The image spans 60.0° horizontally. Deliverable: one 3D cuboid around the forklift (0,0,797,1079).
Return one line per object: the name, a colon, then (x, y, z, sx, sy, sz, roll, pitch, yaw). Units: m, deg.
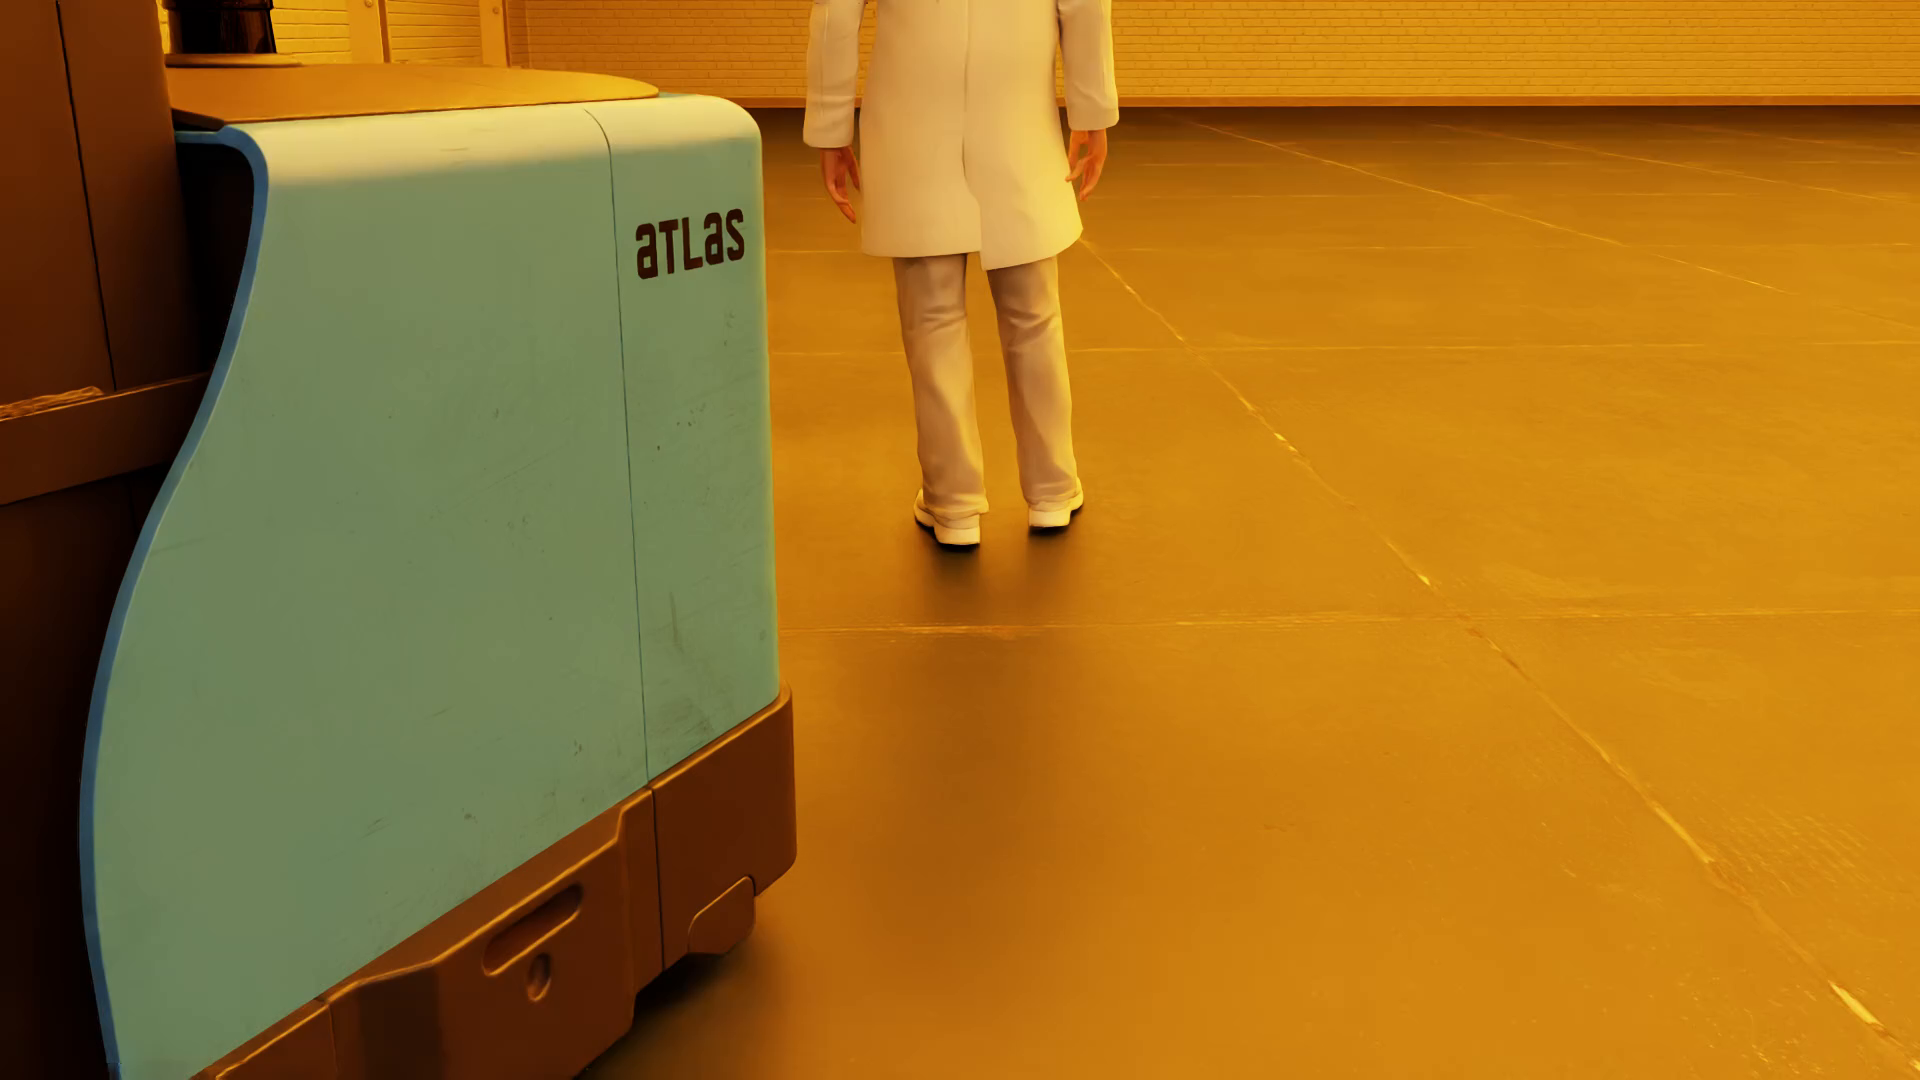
forklift: (-1.326, -0.586, 0.825, 1.130, 2.935, 3.031, 8, 19, 25)

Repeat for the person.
person: (-0.001, -0.884, 3.744, 0.696, 1.778, 0.578, -1, 17, -3)
